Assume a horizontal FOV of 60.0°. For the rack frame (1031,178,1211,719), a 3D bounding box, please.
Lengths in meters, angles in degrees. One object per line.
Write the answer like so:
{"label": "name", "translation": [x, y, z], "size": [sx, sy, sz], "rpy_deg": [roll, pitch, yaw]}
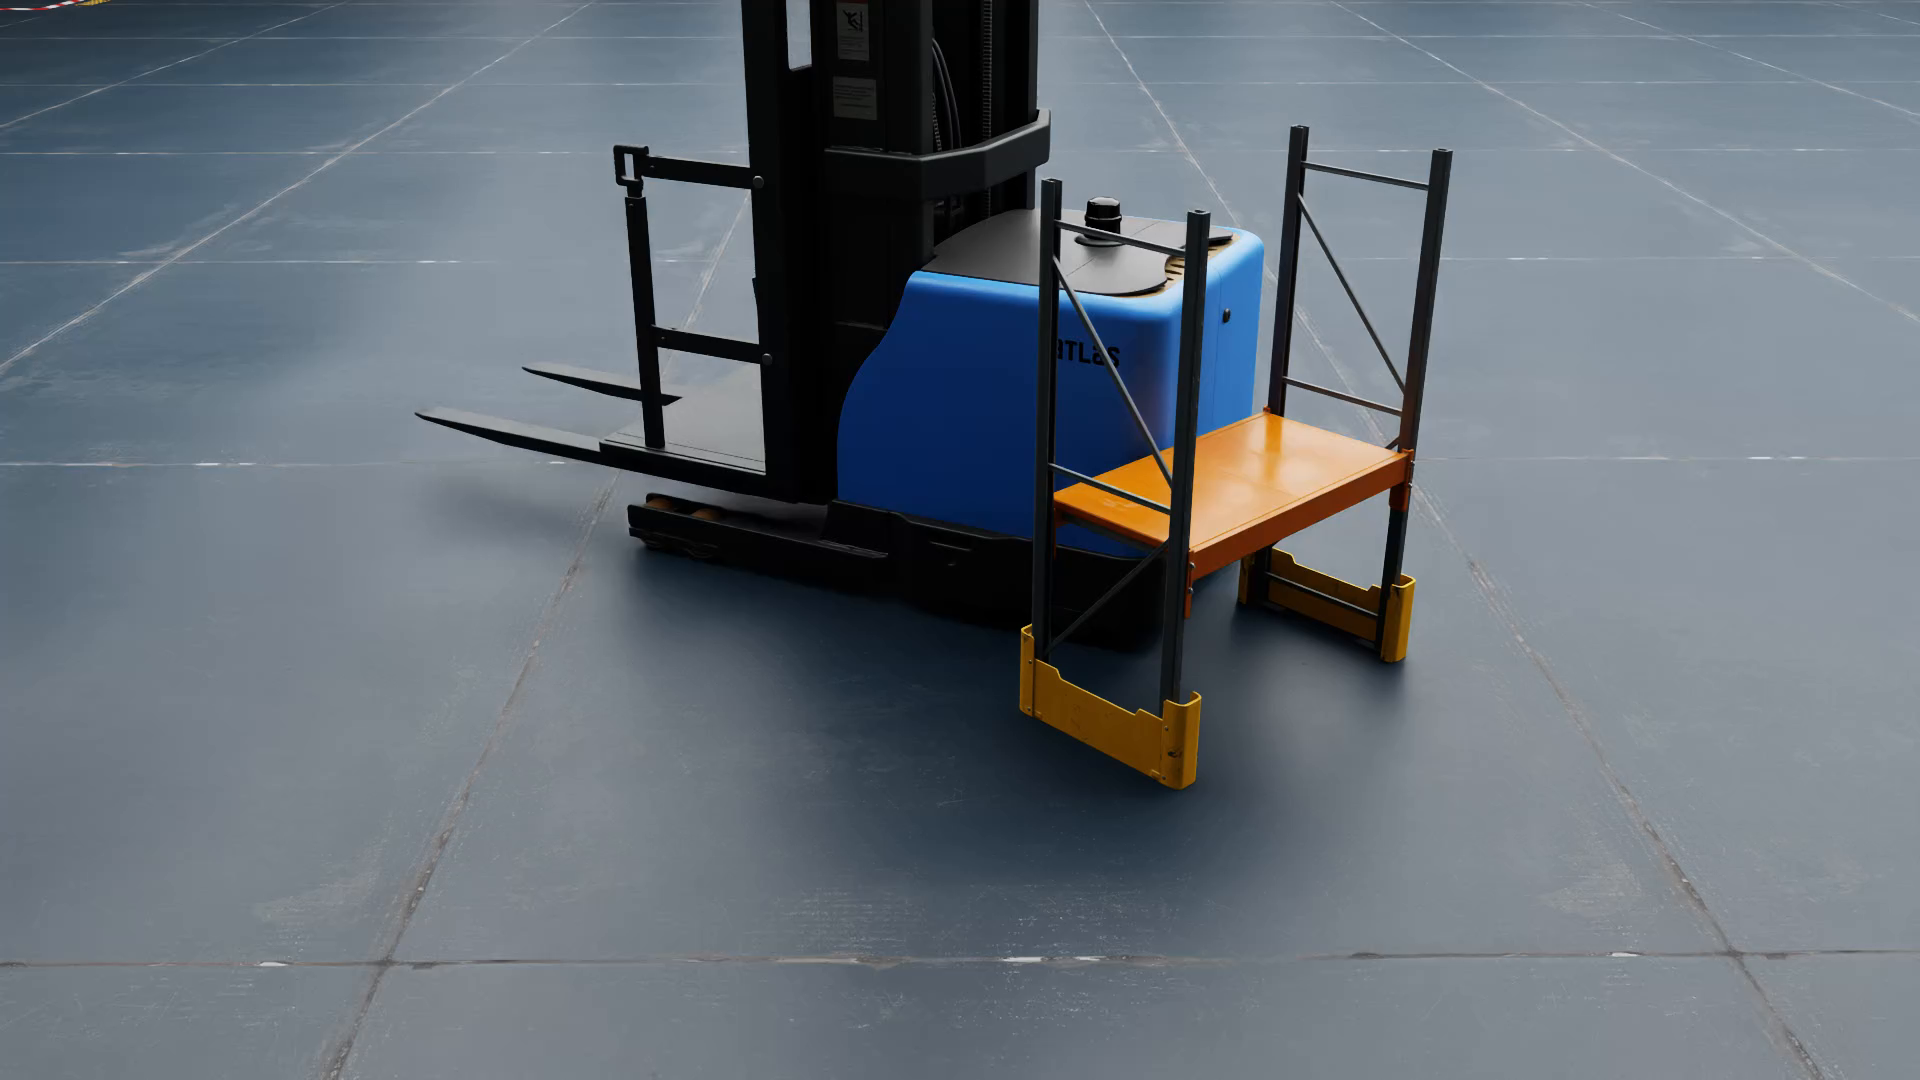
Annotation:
{"label": "rack frame", "translation": [0.380, -0.125, 4.205], "size": [0.032, 1.500, 0.500], "rpy_deg": [-22, 32, -39]}

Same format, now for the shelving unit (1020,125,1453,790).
{"label": "shelving unit", "translation": [0.754, -0.272, 4.531], "size": [1.083, 1.500, 0.587], "rpy_deg": [-22, 32, -39]}

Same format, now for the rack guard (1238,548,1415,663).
{"label": "rack guard", "translation": [1.113, 0.155, 5.103], "size": [0.087, 0.250, 0.587], "rpy_deg": [-22, 32, -39]}

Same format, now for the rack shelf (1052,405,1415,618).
{"label": "rack shelf", "translation": [0.747, -0.106, 4.599], "size": [1.000, 0.185, 0.538], "rpy_deg": [-22, 32, -39]}

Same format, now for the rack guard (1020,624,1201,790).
{"label": "rack guard", "translation": [0.393, 0.439, 4.476], "size": [0.087, 0.250, 0.587], "rpy_deg": [-22, 32, -39]}

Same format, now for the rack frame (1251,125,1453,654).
{"label": "rack frame", "translation": [1.115, -0.415, 4.845], "size": [0.032, 1.500, 0.500], "rpy_deg": [-22, 32, -39]}

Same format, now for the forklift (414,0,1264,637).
{"label": "forklift", "translation": [-0.560, -1.453, 5.405], "size": [3.031, 2.935, 1.130], "rpy_deg": [12, 27, 24]}
